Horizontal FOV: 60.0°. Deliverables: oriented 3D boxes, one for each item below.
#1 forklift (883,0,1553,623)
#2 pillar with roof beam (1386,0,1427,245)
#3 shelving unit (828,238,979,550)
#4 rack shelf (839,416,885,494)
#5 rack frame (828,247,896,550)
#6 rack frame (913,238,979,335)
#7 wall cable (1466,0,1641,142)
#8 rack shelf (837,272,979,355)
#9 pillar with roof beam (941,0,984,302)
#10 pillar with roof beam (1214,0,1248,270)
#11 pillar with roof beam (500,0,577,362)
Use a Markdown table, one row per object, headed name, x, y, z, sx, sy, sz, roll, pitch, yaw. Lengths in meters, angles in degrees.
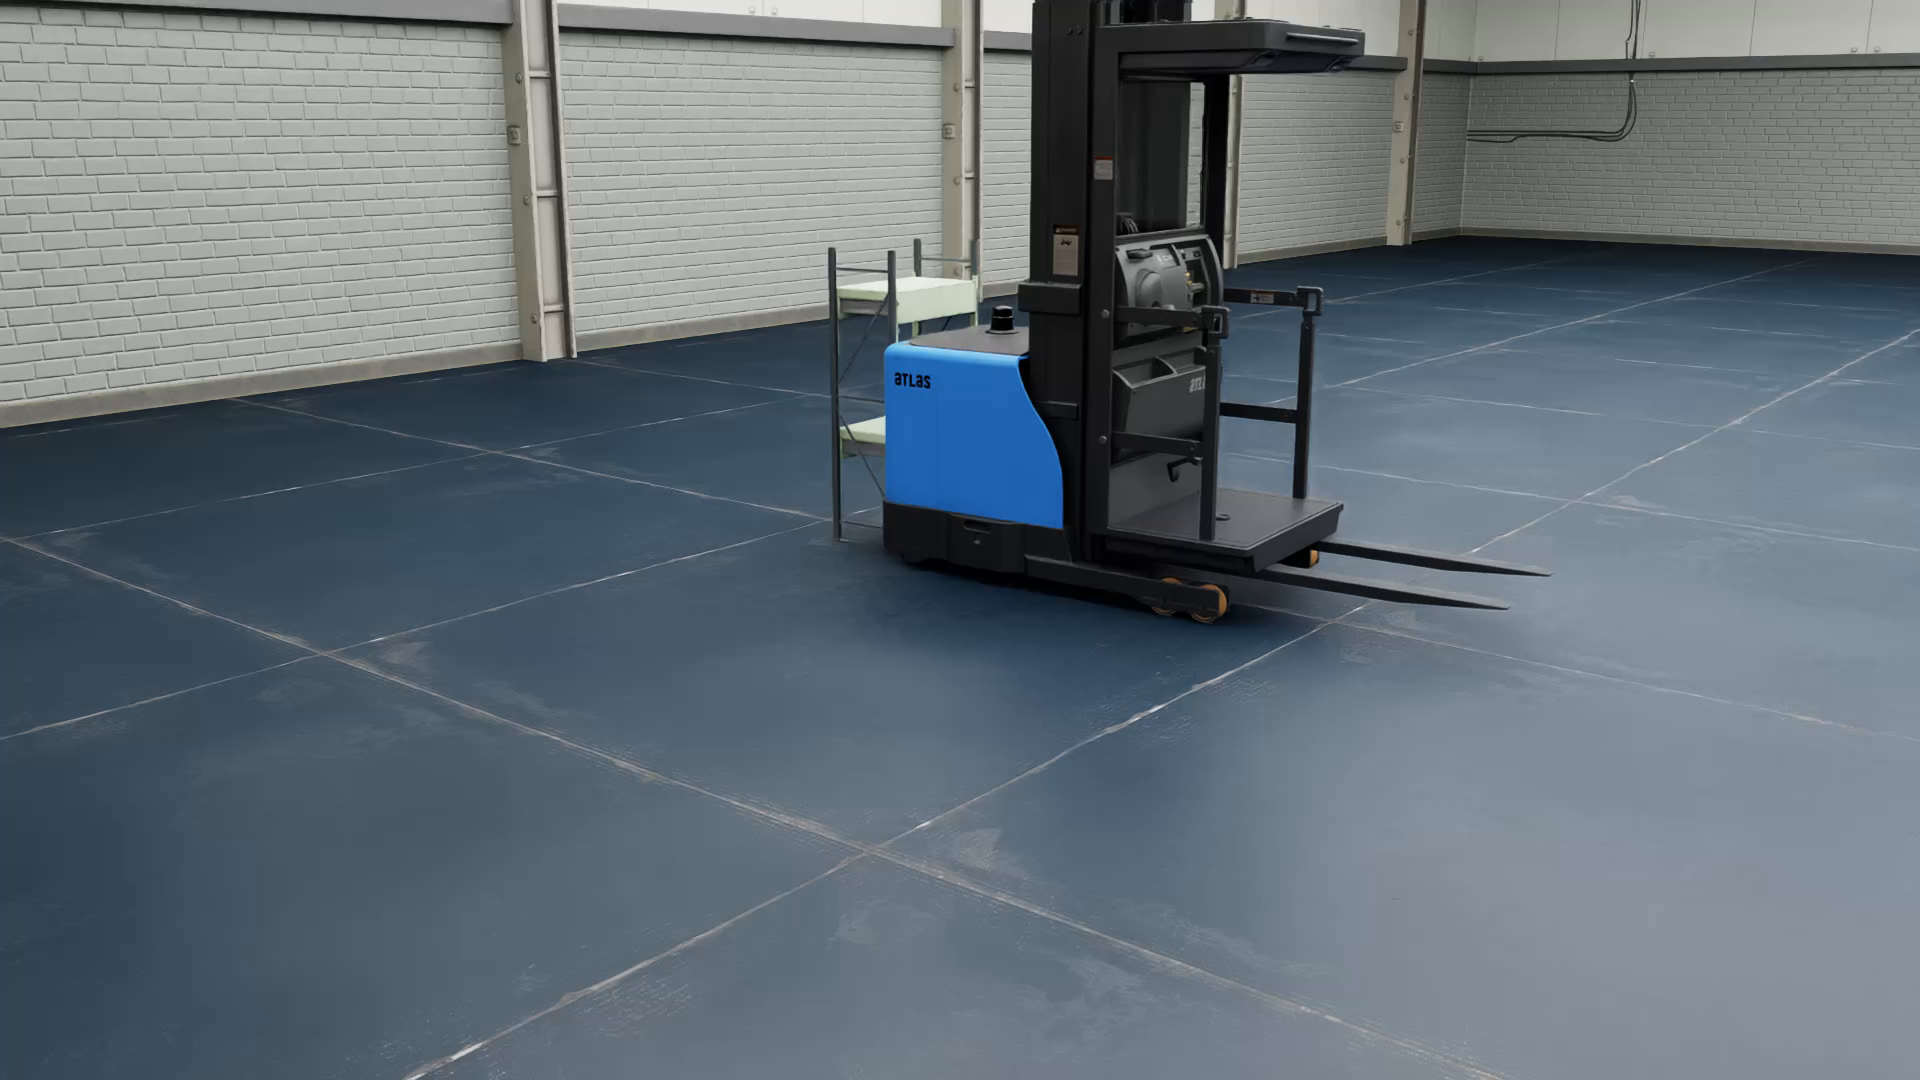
| name | x | y | z | sx | sy | sz | roll | pitch | yaw |
| --- | --- | --- | --- | --- | --- | --- | --- | --- | --- |
| forklift | 1.124 | -1.209 | 7.430 | 3.031 | 2.935 | 1.130 | 10 | 17 | 33 |
| pillar with roof beam | 10.918 | -8.803 | 24.999 | 9.100 | 9.000 | 0.400 | 11 | 18 | 38 |
| shelving unit | -0.279 | -0.775 | 8.628 | 0.431 | 1.500 | 0.755 | 9 | 17 | 33 |
| rack shelf | -0.279 | -0.459 | 8.709 | 0.431 | 0.370 | 0.720 | 9 | 17 | 33 |
| rack frame | -0.483 | -0.700 | 8.334 | 0.400 | 1.500 | 0.023 | 9 | 17 | 33 |
| rack frame | -0.075 | -0.850 | 8.923 | 0.400 | 1.500 | 0.023 | 9 | 17 | 33 |
| wall cable | 10.450 | -8.324 | 29.419 | 3.097 | 2.526 | 0.112 | 11 | 18 | 38 |
| rack shelf | -0.279 | -1.153 | 8.532 | 0.431 | 0.370 | 0.720 | 9 | 17 | 33 |
| pillar with roof beam | 3.376 | -6.505 | 15.953 | 9.100 | 9.000 | 0.400 | 11 | 18 | 38 |
| pillar with roof beam | 7.147 | -7.654 | 20.476 | 9.100 | 9.000 | 0.400 | 11 | 18 | 38 |
| pillar with roof beam | -0.395 | -5.356 | 11.430 | 9.100 | 9.000 | 0.400 | 11 | 18 | 38 |
